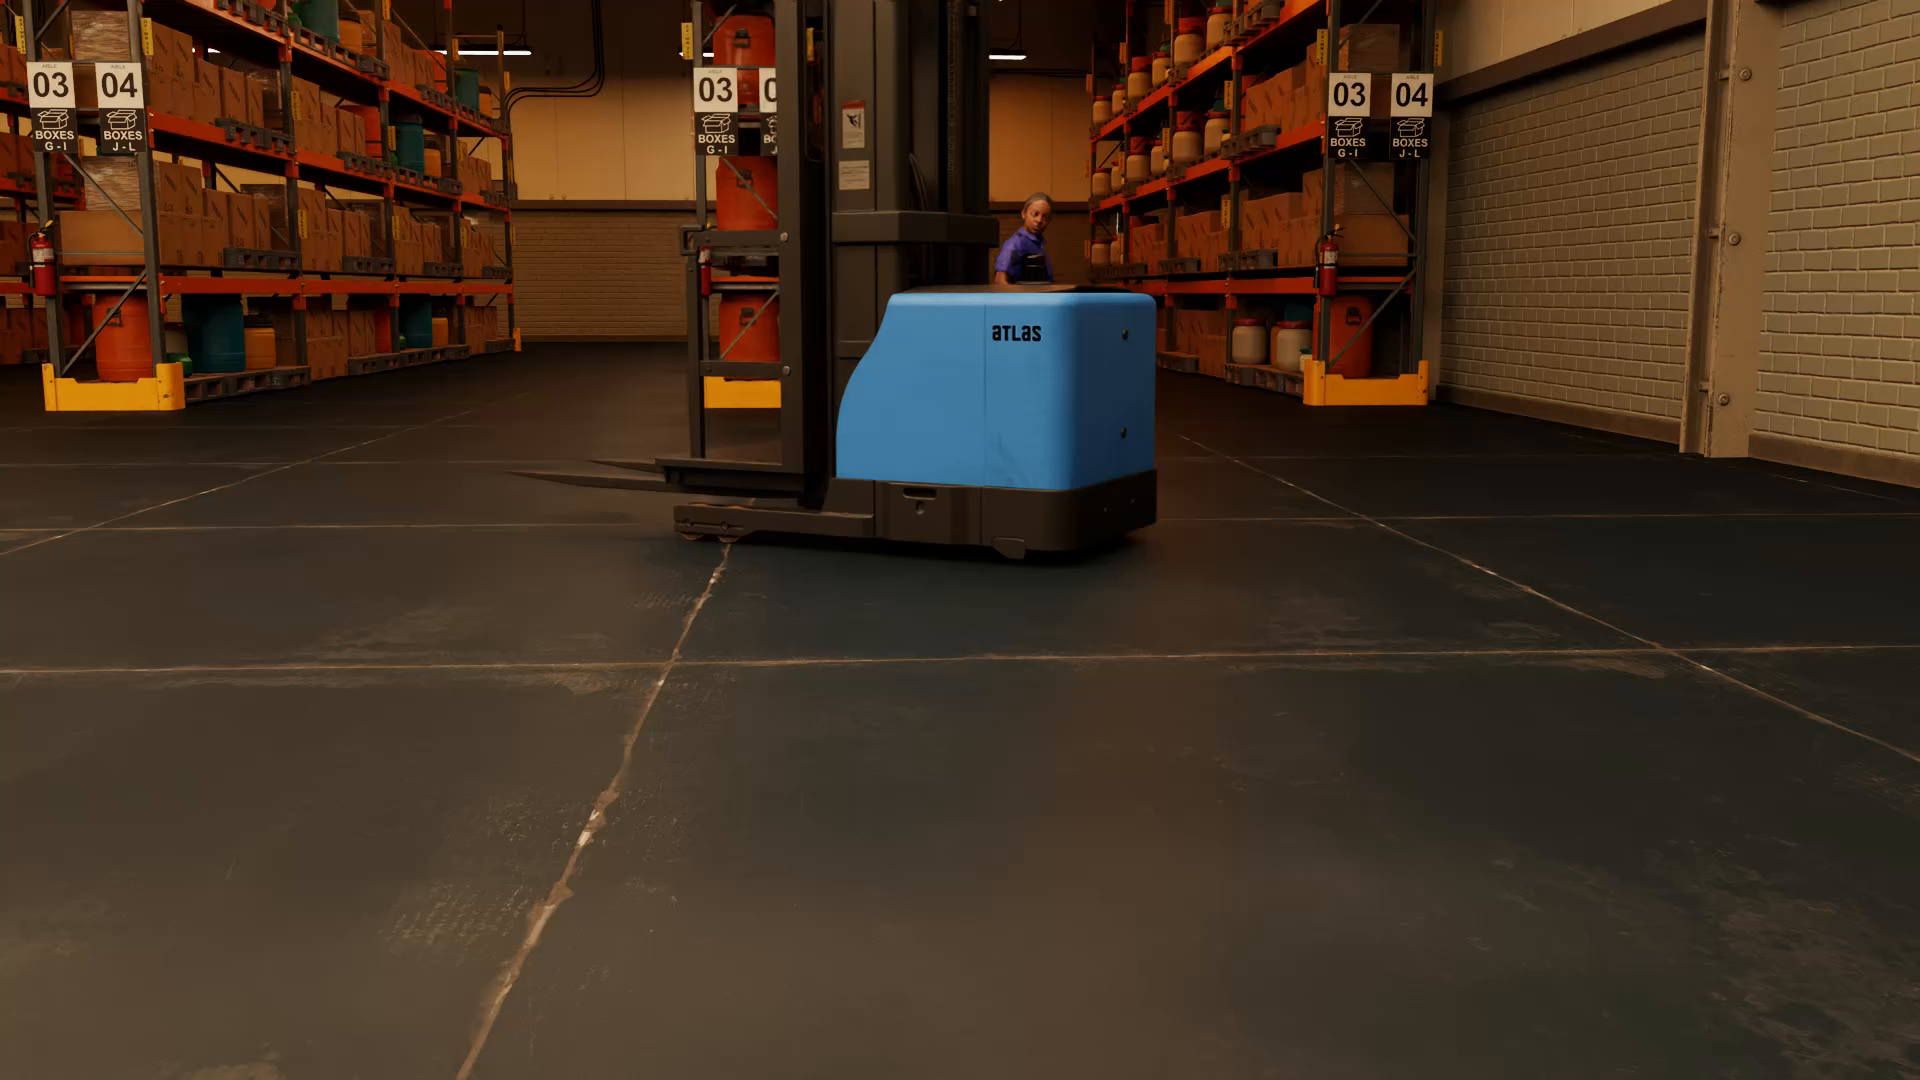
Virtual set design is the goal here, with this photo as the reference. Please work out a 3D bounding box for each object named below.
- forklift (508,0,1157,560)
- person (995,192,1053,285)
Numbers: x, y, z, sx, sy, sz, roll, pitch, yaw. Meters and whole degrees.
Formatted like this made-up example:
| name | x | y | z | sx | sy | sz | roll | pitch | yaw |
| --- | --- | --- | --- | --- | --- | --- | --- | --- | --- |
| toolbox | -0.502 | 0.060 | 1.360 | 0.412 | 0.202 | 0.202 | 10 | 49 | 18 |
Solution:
| name | x | y | z | sx | sy | sz | roll | pitch | yaw |
| --- | --- | --- | --- | --- | --- | --- | --- | --- | --- |
| forklift | -0.682 | -1.499 | 7.423 | 3.031 | 2.935 | 1.130 | 4 | 9 | 27 |
| person | 0.445 | -1.133 | 9.426 | 0.471 | 1.626 | 0.663 | 1 | 9 | 9 |
